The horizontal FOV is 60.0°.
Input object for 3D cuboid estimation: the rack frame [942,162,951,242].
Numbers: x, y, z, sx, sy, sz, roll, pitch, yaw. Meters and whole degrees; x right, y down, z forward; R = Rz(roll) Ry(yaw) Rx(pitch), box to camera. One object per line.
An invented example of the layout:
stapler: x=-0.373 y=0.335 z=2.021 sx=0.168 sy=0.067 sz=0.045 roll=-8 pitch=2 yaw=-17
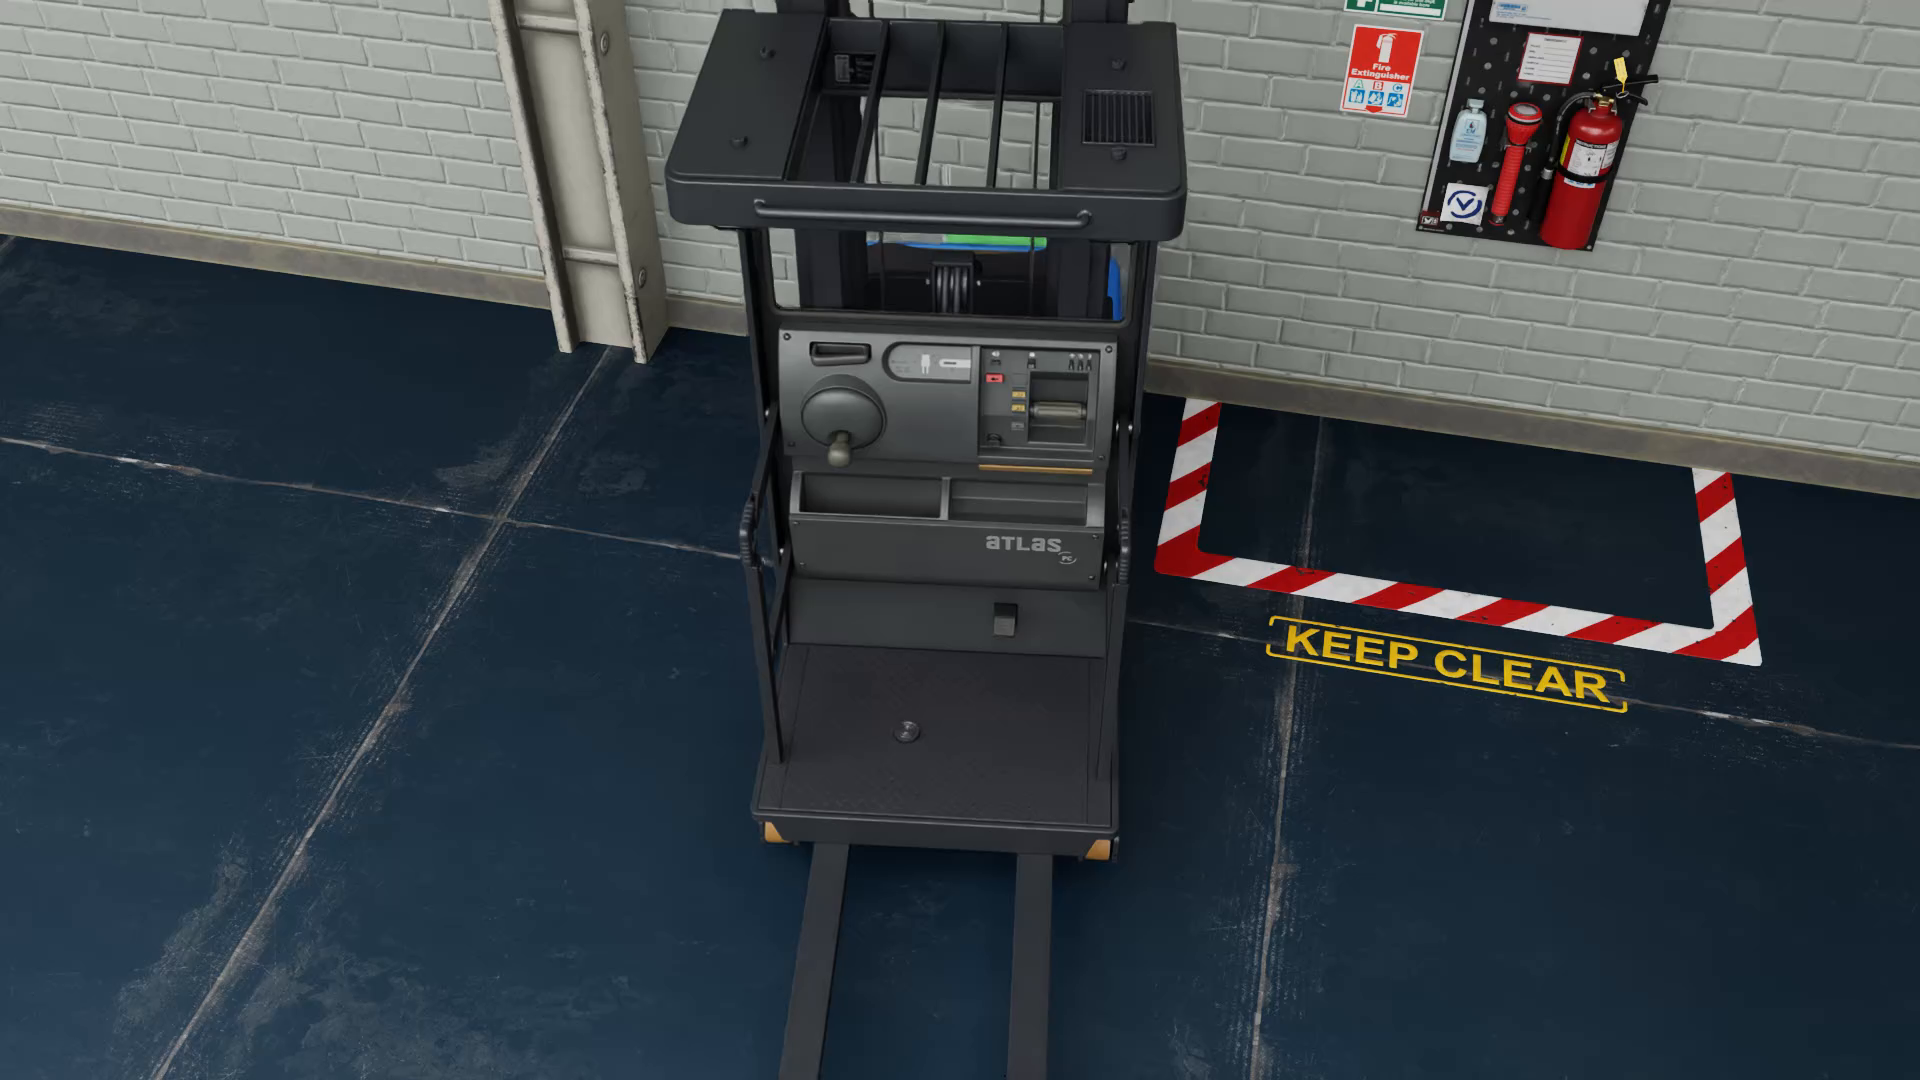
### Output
rack frame: x=-0.047 y=-0.830 z=6.247 sx=0.015 sy=1.200 sz=0.240 roll=3 pitch=44 yaw=3

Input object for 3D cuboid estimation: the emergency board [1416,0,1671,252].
emergency board: x=1.970 y=-1.451 z=5.595 sx=0.643 sy=1.169 sz=0.194 roll=9 pitch=45 yaw=9

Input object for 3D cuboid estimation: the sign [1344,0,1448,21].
sign: x=1.456 y=-1.802 z=5.551 sx=0.331 sy=0.109 sz=0.001 roll=9 pitch=45 yaw=9

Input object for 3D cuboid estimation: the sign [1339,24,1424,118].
sign: x=1.453 y=-1.617 z=5.742 sx=0.234 sy=0.329 sz=0.001 roll=9 pitch=45 yaw=9

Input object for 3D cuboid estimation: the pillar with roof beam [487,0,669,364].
pillar with roof beam: x=-2.422 y=-1.208 z=1.016 sx=0.400 sy=9.000 sz=9.100 roll=9 pitch=45 yaw=9

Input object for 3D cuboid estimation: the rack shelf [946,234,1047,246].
rack shelf: x=0.197 y=-1.119 z=5.947 sx=0.480 sy=0.148 sz=0.258 roll=3 pitch=44 yaw=3

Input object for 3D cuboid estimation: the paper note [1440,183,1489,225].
paper note: x=1.813 y=-1.207 z=5.976 sx=0.142 sy=0.148 sz=0.016 roll=9 pitch=45 yaw=9

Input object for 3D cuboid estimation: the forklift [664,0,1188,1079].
forklift: x=-0.048 y=-0.298 z=4.446 sx=1.130 sy=2.935 sz=3.031 roll=3 pitch=44 yaw=3

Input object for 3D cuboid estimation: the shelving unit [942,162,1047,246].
shelving unit: x=0.197 y=-0.819 z=6.236 sx=0.503 sy=1.200 sz=0.258 roll=3 pitch=44 yaw=3
